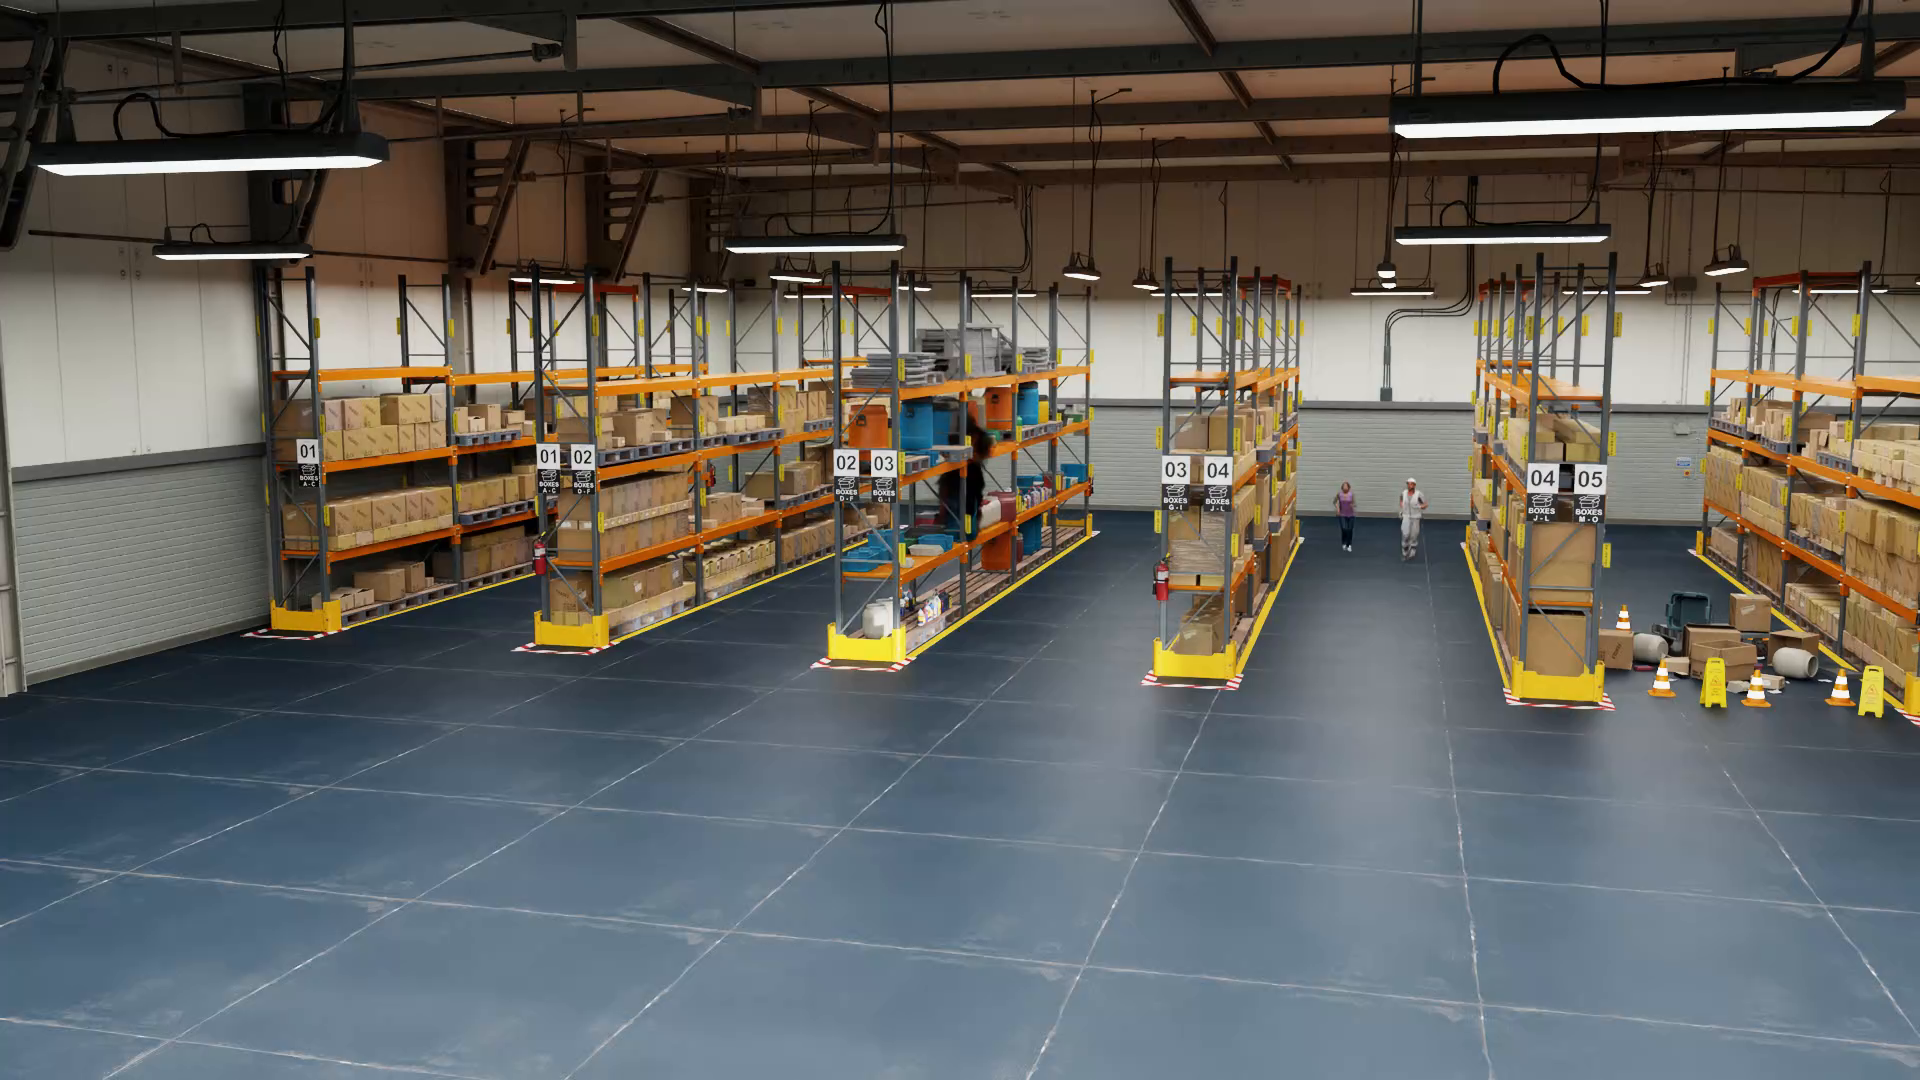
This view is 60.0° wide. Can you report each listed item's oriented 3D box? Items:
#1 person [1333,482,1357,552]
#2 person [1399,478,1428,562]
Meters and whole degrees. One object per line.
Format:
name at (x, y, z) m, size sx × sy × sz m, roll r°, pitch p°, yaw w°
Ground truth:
person at (8.668, -0.510, 37.450) m, size 0.533 × 1.573 × 0.632 m, roll 1°, pitch 7°, yaw 9°
person at (9.771, -0.421, 35.913) m, size 0.628 × 1.848 × 0.762 m, roll 3°, pitch 8°, yaw 24°
